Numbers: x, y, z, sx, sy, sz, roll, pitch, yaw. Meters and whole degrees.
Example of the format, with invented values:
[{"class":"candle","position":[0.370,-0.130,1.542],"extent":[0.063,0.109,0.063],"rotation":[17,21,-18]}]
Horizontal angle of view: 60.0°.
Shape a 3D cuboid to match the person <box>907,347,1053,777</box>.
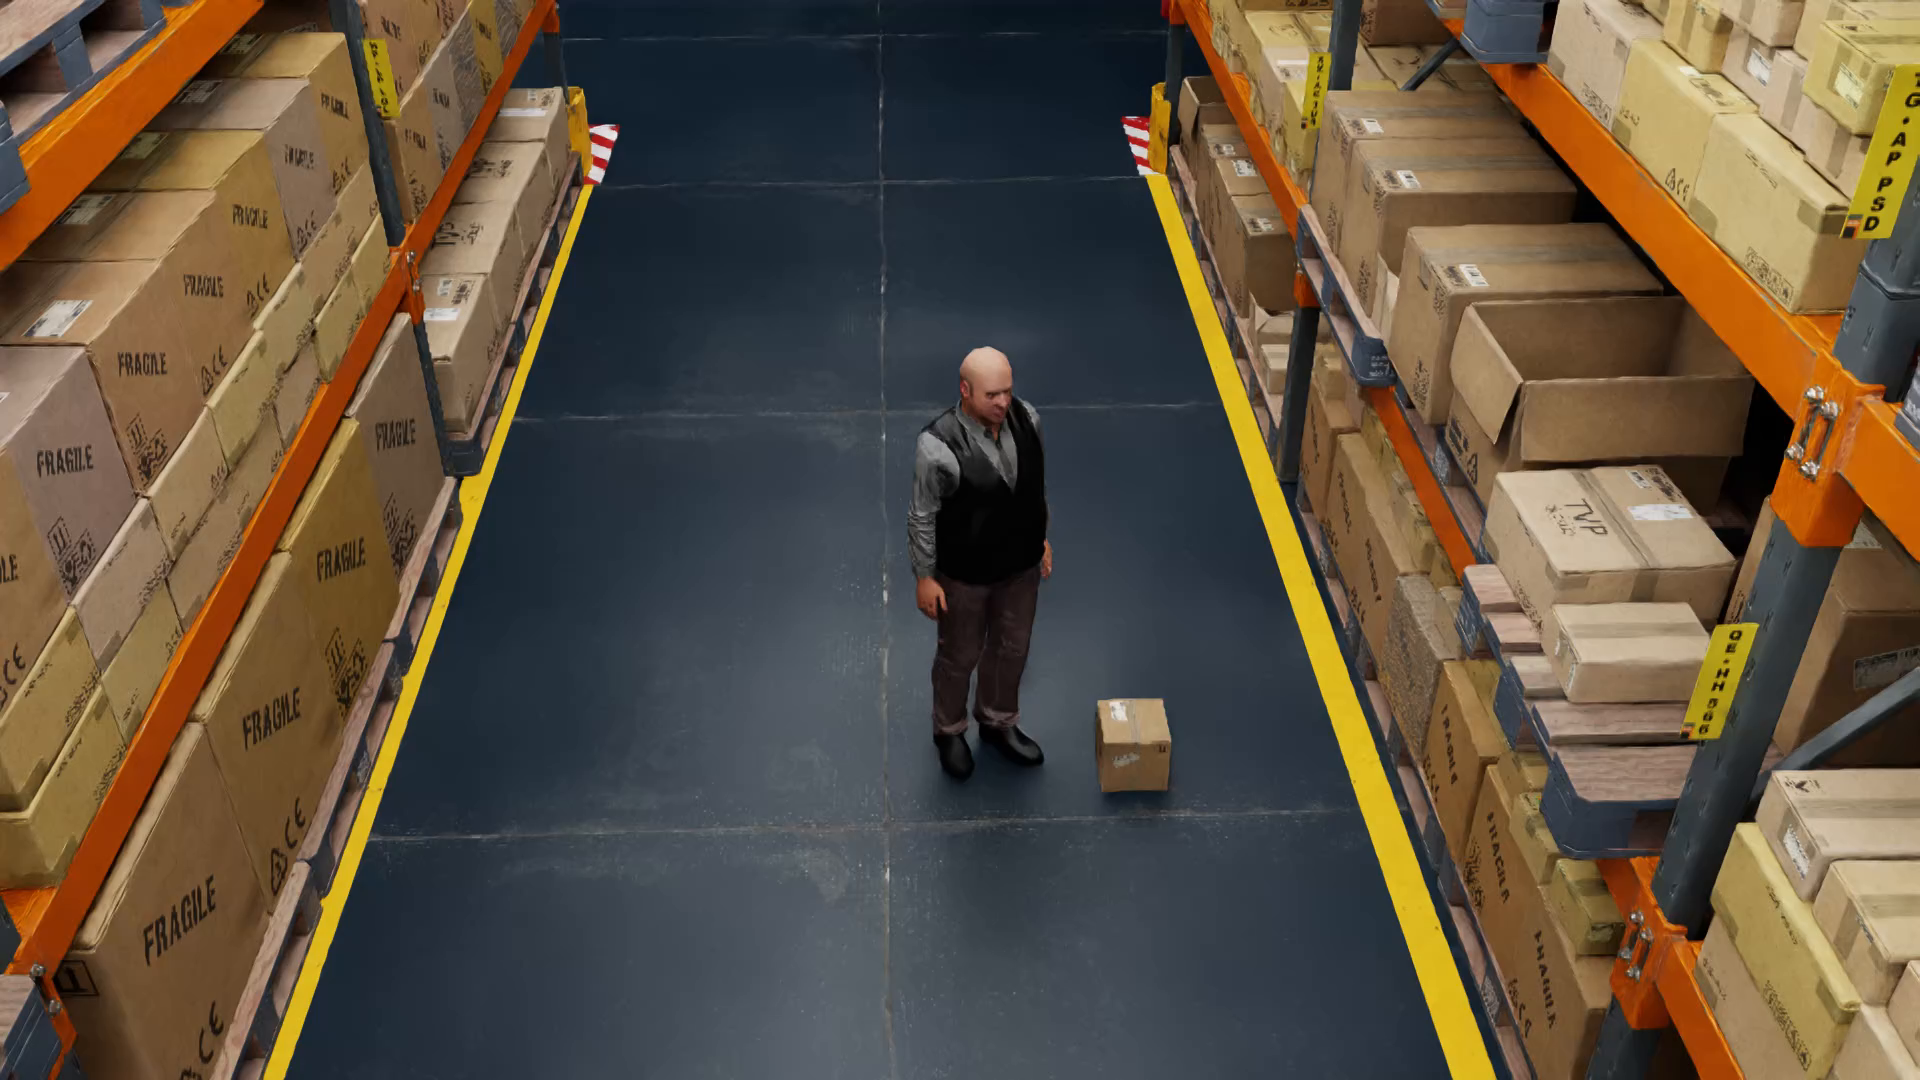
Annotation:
[{"class":"person","position":[0.103,0.102,6.006],"extent":[0.573,1.739,0.409],"rotation":[-23,41,-29]}]
